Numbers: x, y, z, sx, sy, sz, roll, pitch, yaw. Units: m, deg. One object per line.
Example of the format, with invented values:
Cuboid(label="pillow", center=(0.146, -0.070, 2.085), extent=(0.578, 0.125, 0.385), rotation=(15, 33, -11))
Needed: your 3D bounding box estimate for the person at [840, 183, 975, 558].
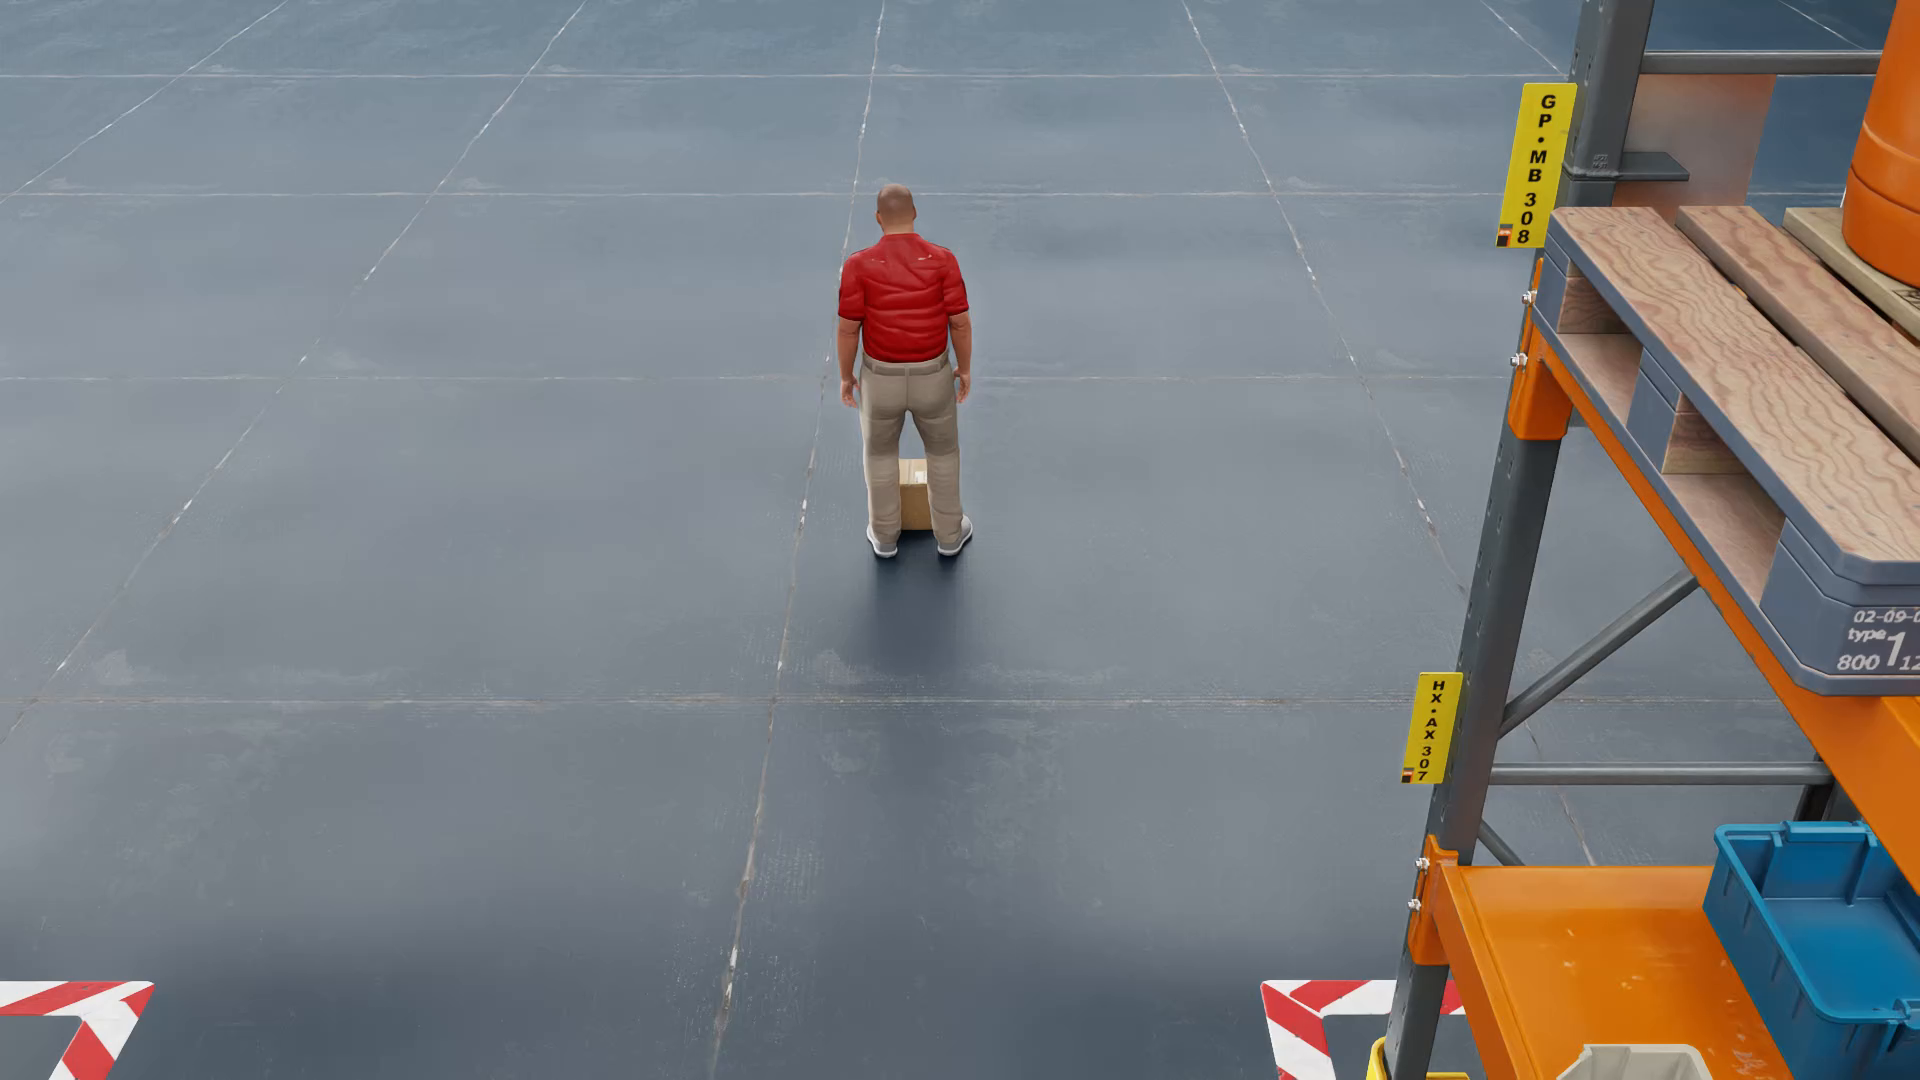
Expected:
Cuboid(label="person", center=(-0.224, -0.717, 7.325), extent=(0.584, 1.726, 0.396), rotation=(0, 31, -1))
